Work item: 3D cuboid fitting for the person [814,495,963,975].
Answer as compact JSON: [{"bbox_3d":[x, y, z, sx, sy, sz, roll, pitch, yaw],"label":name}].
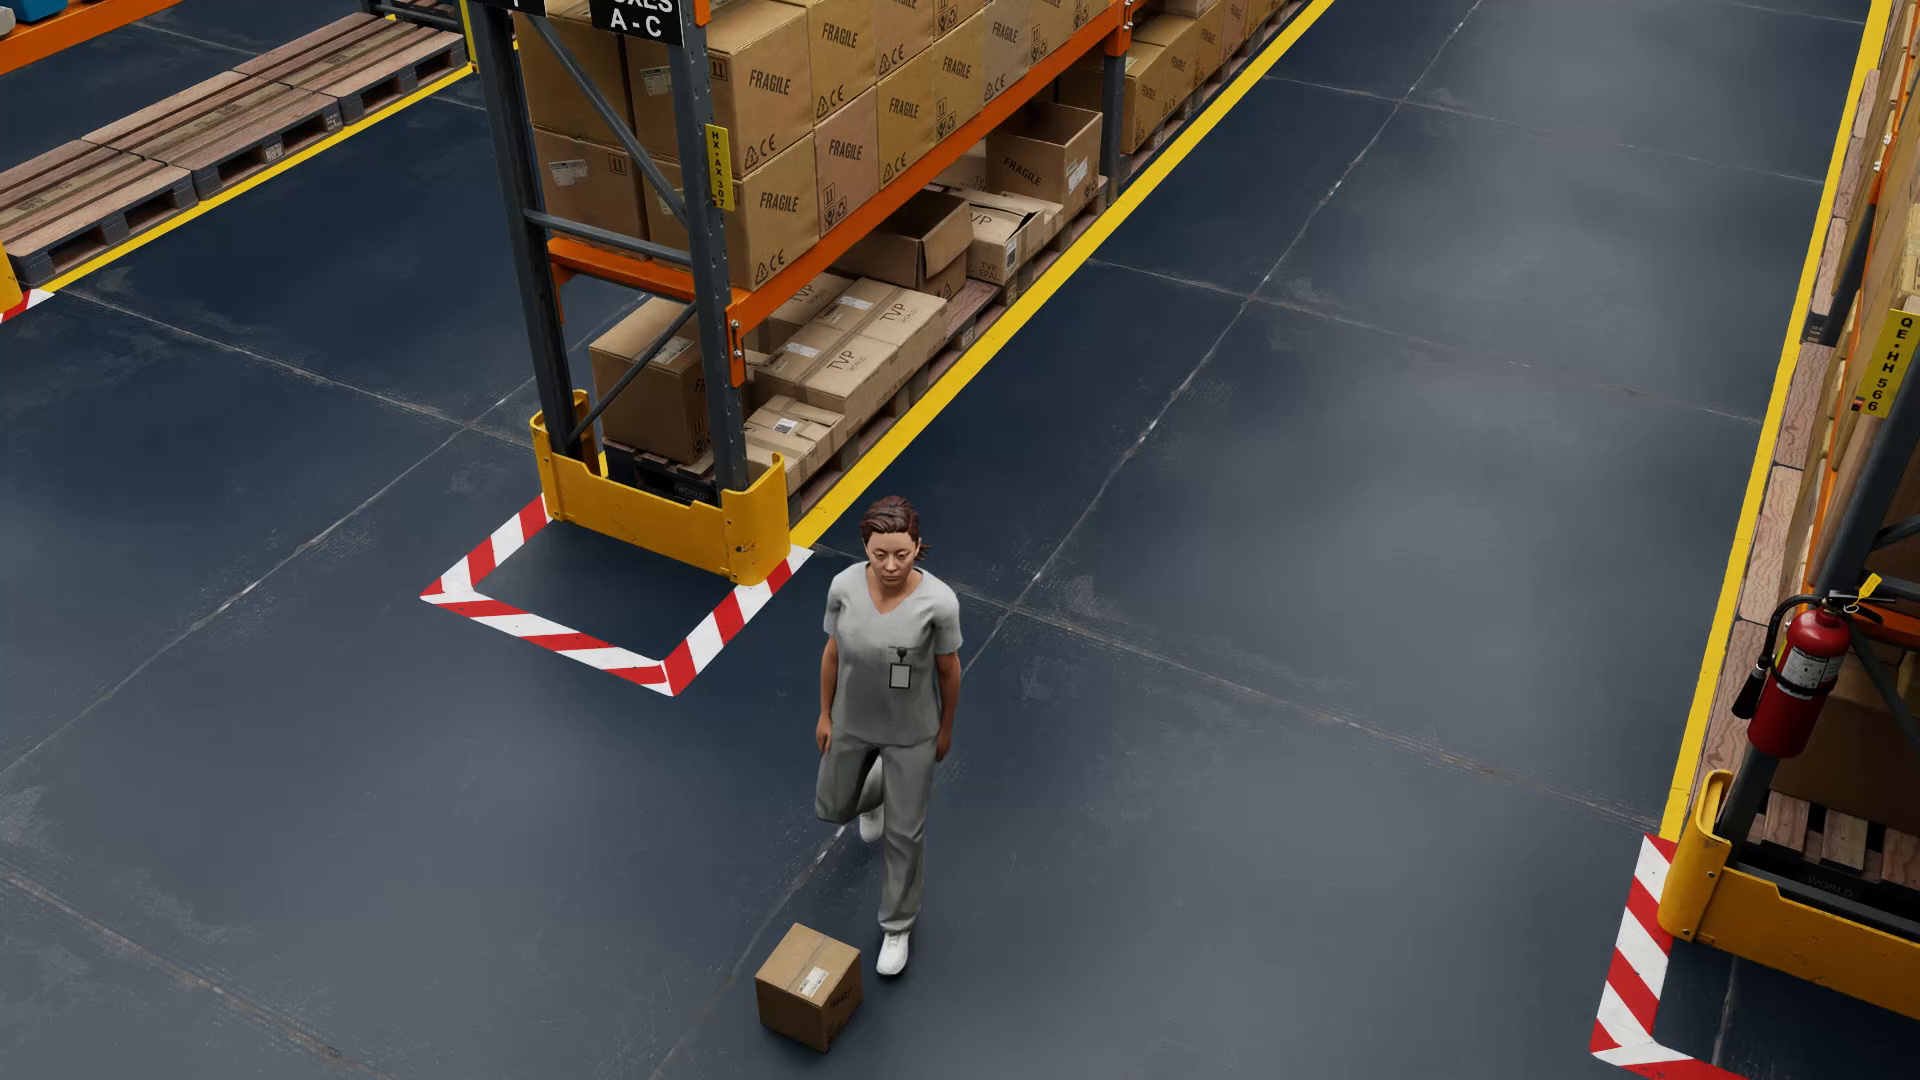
[{"bbox_3d":[-0.240,0.606,5.375,0.460,1.632,0.739,10,39,12],"label":"person"}]
